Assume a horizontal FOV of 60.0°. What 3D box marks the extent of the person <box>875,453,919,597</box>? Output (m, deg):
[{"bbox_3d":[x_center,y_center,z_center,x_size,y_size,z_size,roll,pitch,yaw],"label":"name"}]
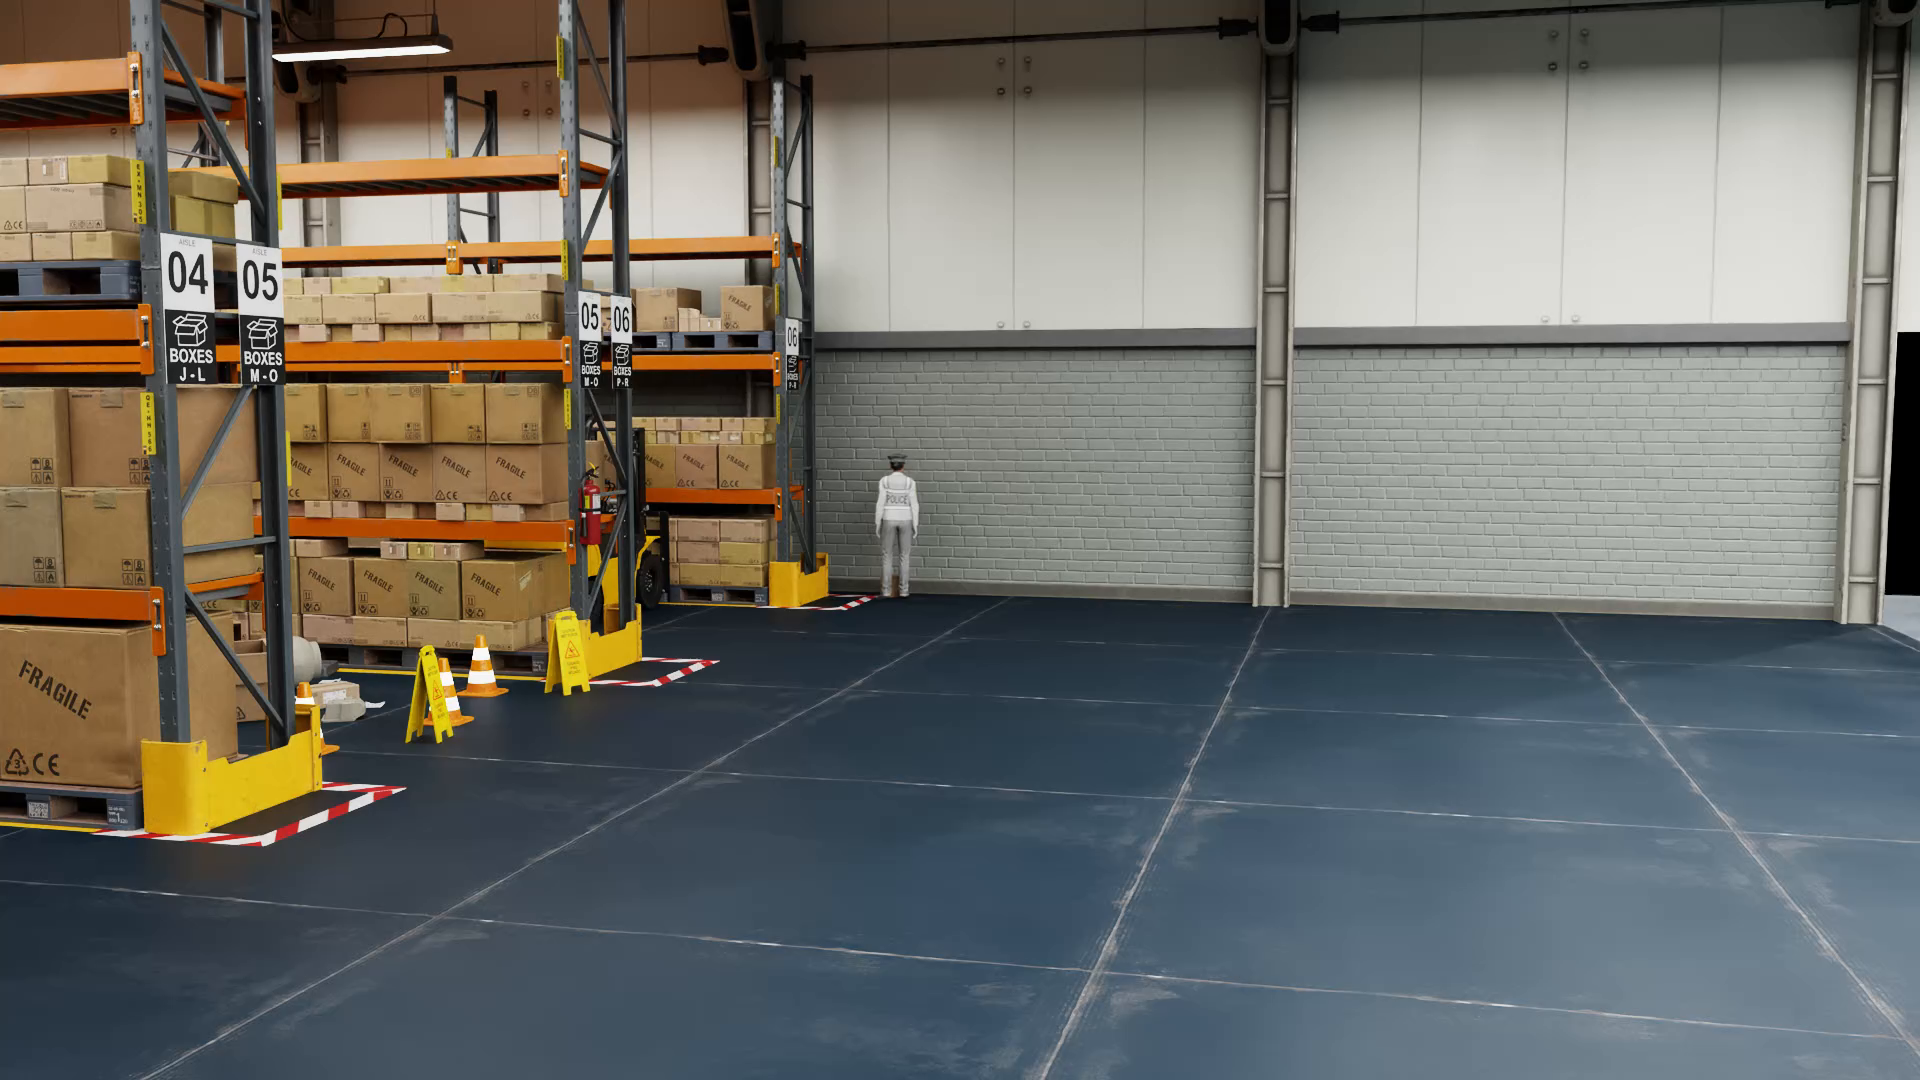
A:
[{"bbox_3d":[-0.729,-0.158,19.230,0.501,1.671,0.372,0,5,-3],"label":"person"}]
